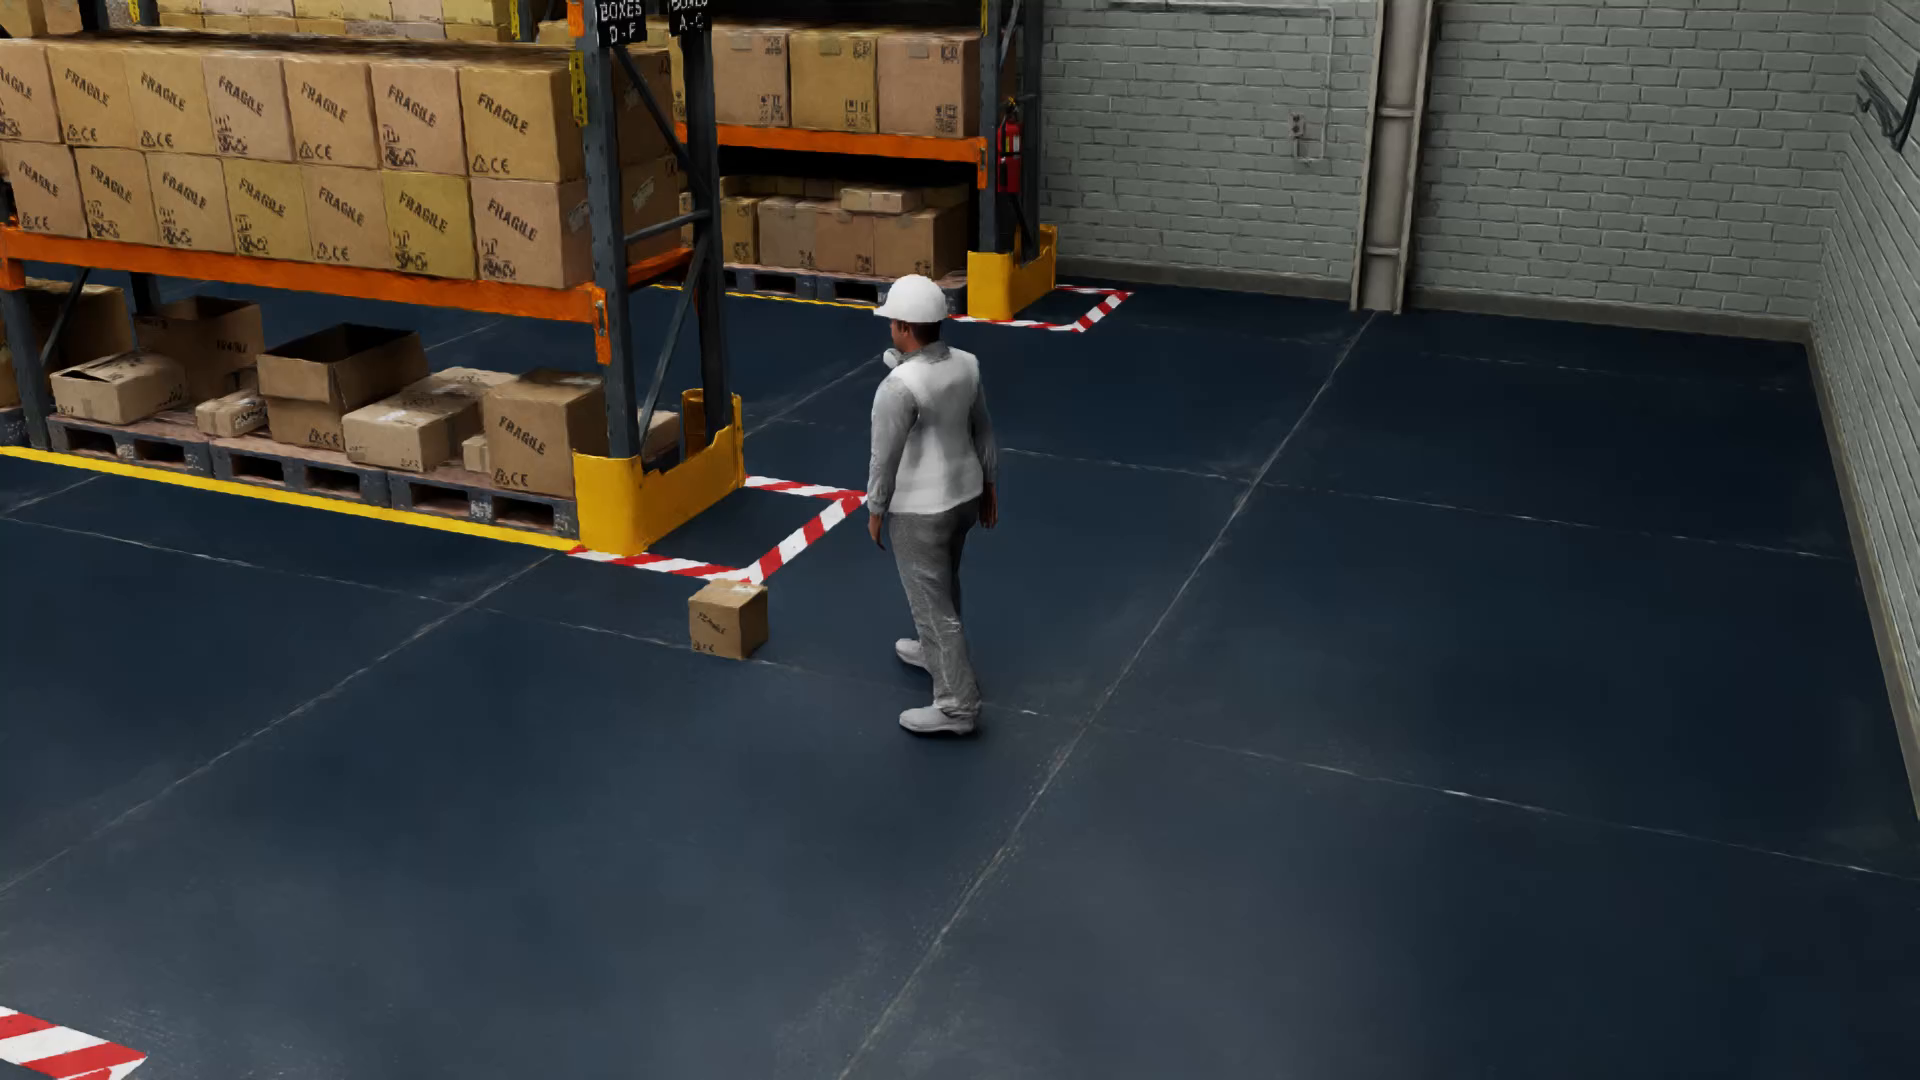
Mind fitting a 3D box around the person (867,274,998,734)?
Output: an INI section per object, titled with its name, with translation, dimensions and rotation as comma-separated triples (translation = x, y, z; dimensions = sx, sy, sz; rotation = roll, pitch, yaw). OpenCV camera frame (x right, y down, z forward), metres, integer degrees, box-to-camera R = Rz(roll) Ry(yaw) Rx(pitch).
[person]
translation = -0.136, -0.168, 6.450
dimensions = 0.680, 1.758, 0.613
rotation = 15, 27, 33
